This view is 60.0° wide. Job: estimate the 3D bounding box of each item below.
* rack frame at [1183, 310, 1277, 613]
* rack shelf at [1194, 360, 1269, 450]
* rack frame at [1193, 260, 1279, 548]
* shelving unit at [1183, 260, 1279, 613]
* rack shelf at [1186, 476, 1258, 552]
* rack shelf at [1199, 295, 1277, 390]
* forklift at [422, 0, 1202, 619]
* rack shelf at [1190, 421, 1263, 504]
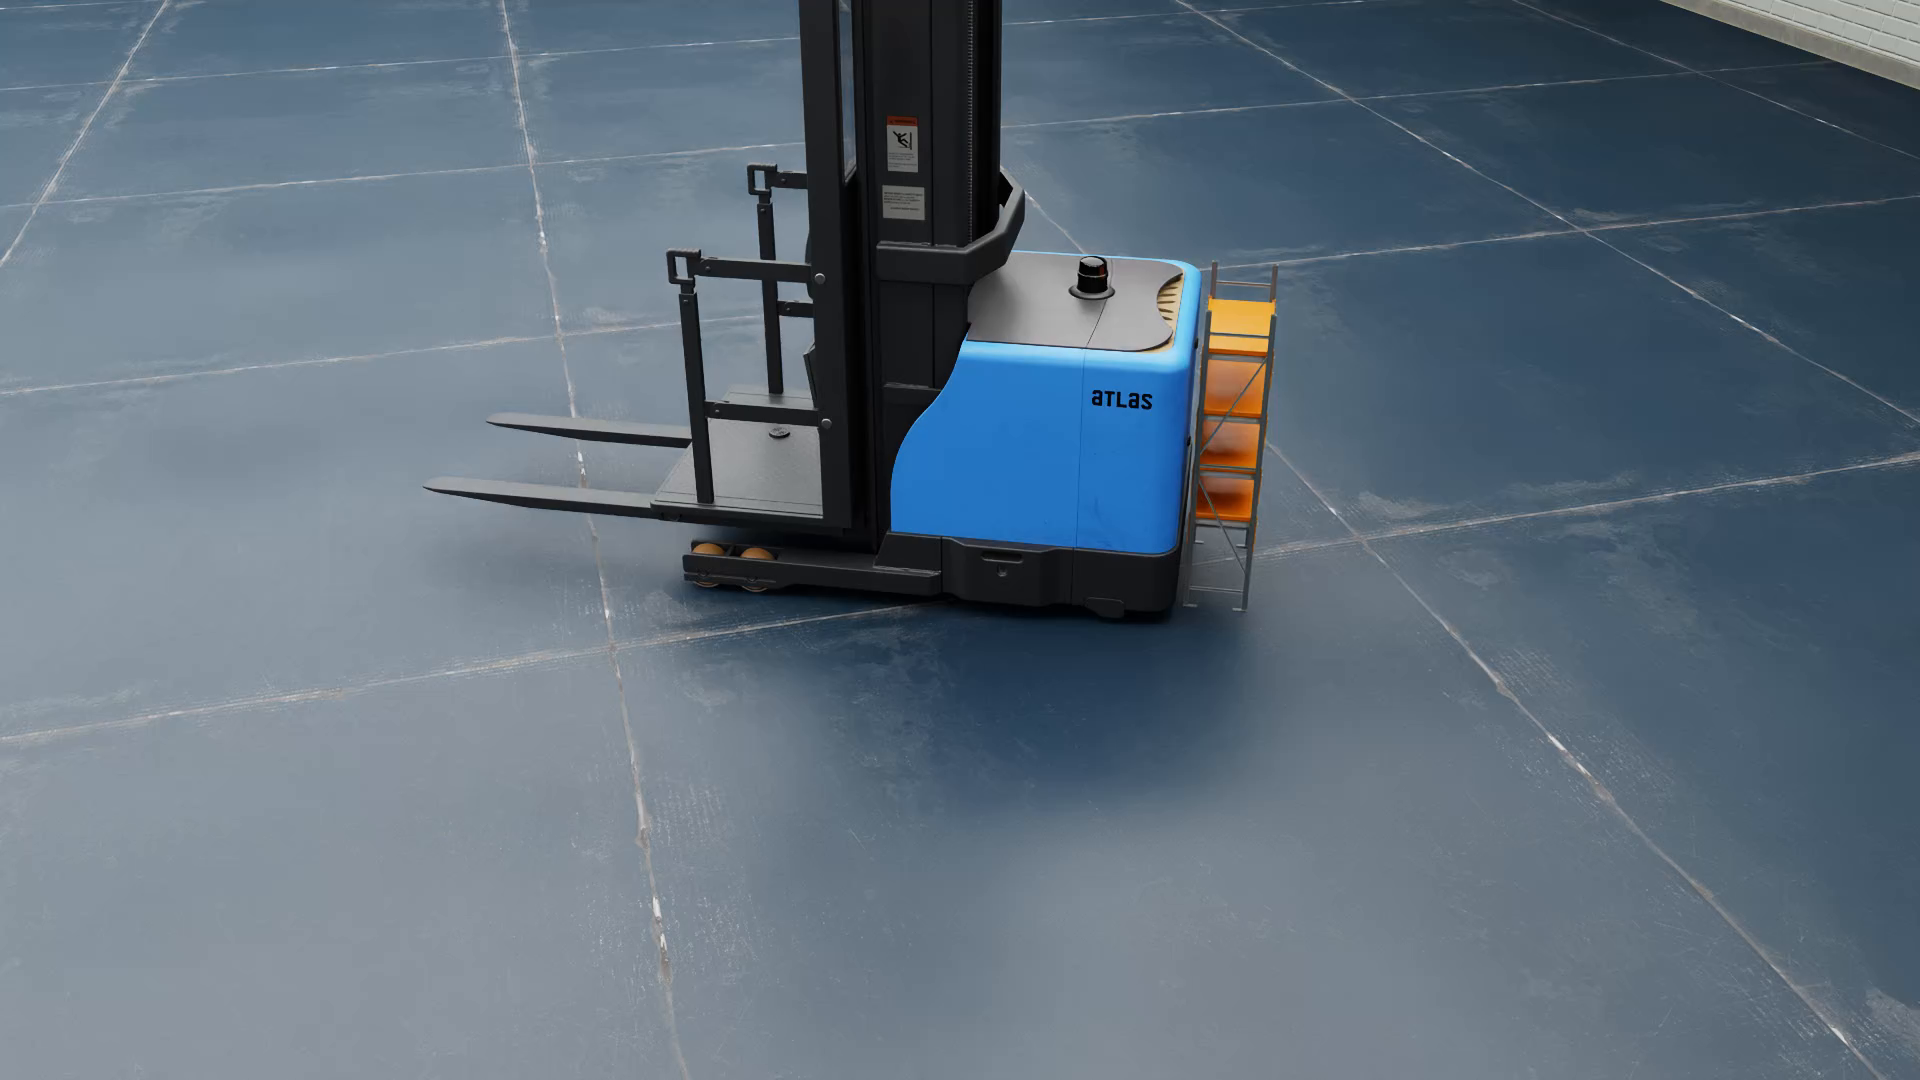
[{"bbox_3d":[0.965,-0.259,6.000,0.240,1.200,0.015,5,30,9],"label":"rack frame"},{"bbox_3d":[1.007,-0.515,6.129,0.258,0.148,0.480,5,30,9],"label":"rack shelf"},{"bbox_3d":[1.050,-0.500,6.416,0.240,1.200,0.015,5,30,9],"label":"rack frame"},{"bbox_3d":[1.007,-0.379,6.208,0.258,1.200,0.503,5,30,9],"label":"shelving unit"},{"bbox_3d":[1.007,-0.149,6.341,0.258,0.148,0.480,5,30,9],"label":"rack shelf"},{"bbox_3d":[1.007,-0.720,6.011,0.258,0.148,0.480,5,30,9],"label":"rack shelf"},{"bbox_3d":[-0.613,-1.323,6.110,3.031,2.935,1.130,5,30,9],"label":"forklift"},{"bbox_3d":[1.007,-0.321,6.241,0.258,0.148,0.480,5,30,9],"label":"rack shelf"}]
